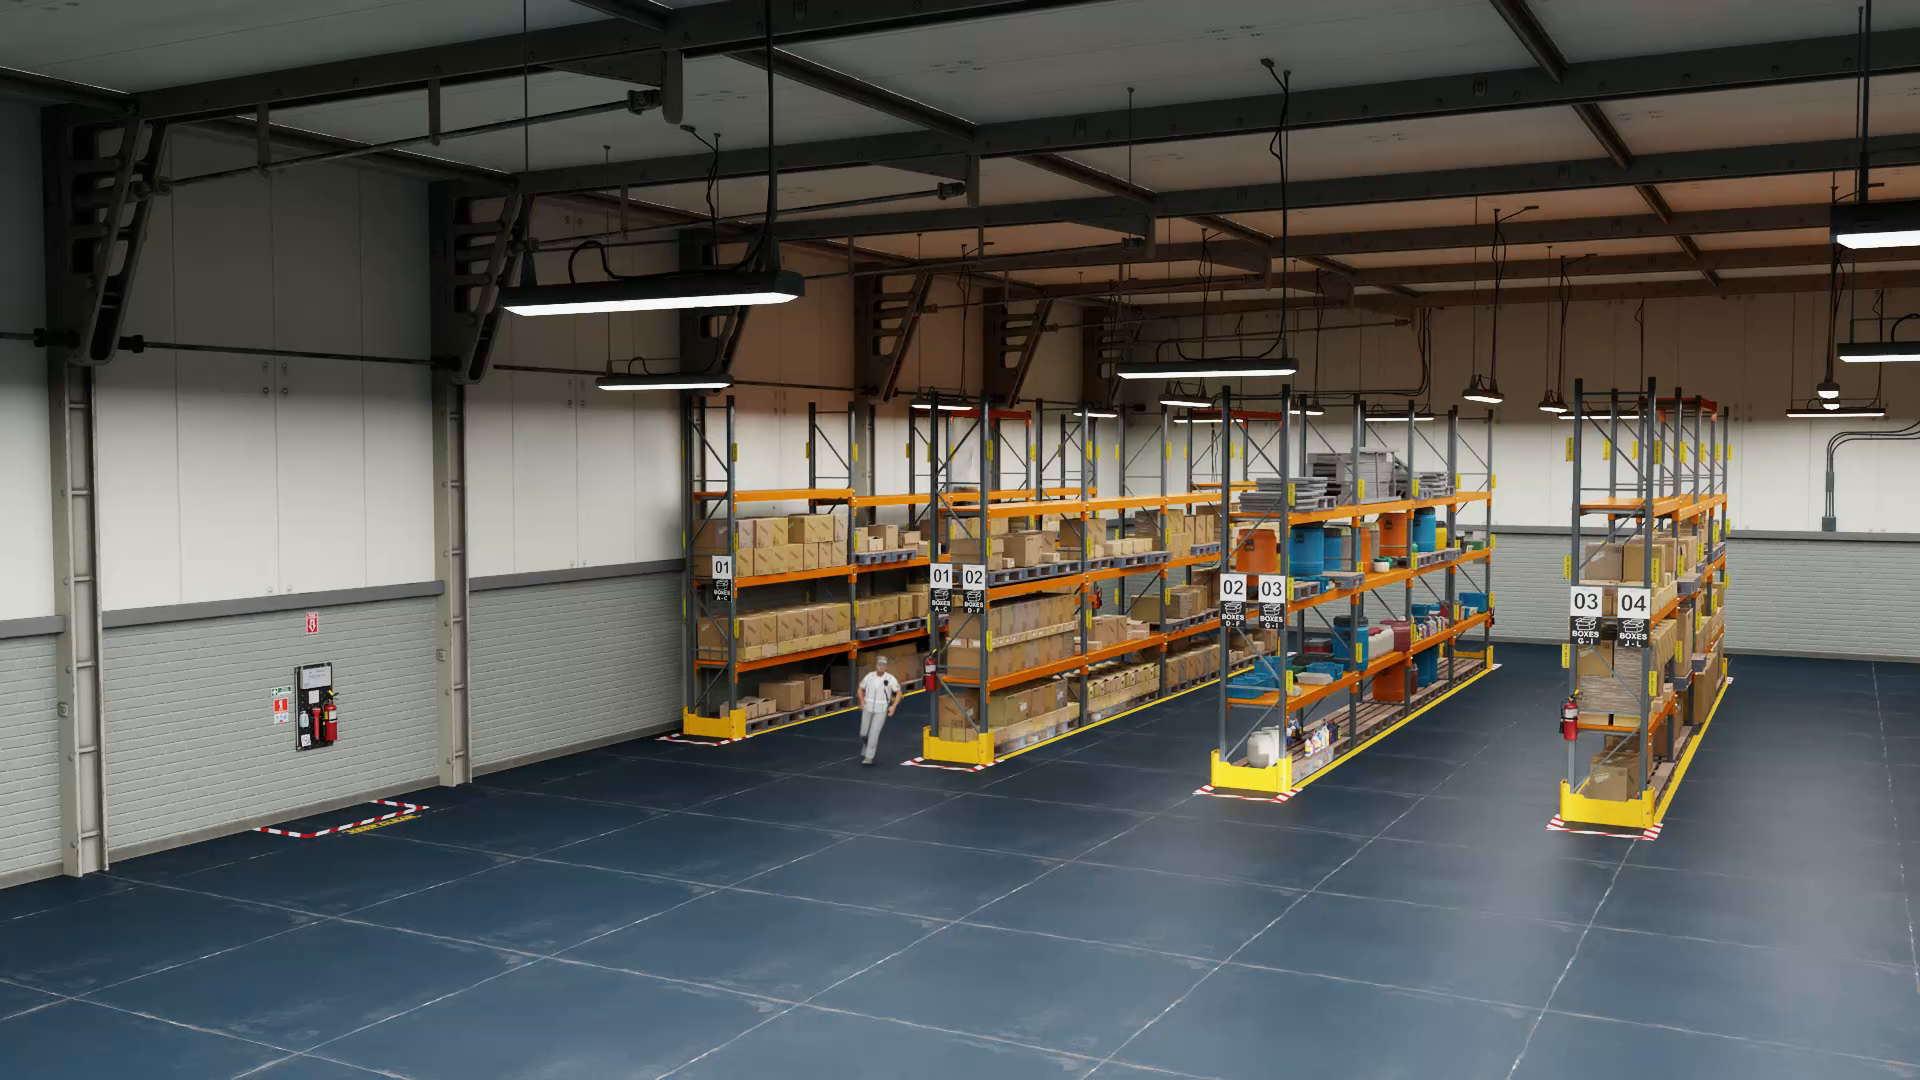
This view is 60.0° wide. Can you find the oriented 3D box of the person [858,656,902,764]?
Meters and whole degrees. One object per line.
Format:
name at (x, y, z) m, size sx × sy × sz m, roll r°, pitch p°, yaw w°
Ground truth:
person at (-1.308, 2.729, 26.815) m, size 0.726 × 1.735 × 0.785 m, roll 0°, pitch 3°, yaw 9°
